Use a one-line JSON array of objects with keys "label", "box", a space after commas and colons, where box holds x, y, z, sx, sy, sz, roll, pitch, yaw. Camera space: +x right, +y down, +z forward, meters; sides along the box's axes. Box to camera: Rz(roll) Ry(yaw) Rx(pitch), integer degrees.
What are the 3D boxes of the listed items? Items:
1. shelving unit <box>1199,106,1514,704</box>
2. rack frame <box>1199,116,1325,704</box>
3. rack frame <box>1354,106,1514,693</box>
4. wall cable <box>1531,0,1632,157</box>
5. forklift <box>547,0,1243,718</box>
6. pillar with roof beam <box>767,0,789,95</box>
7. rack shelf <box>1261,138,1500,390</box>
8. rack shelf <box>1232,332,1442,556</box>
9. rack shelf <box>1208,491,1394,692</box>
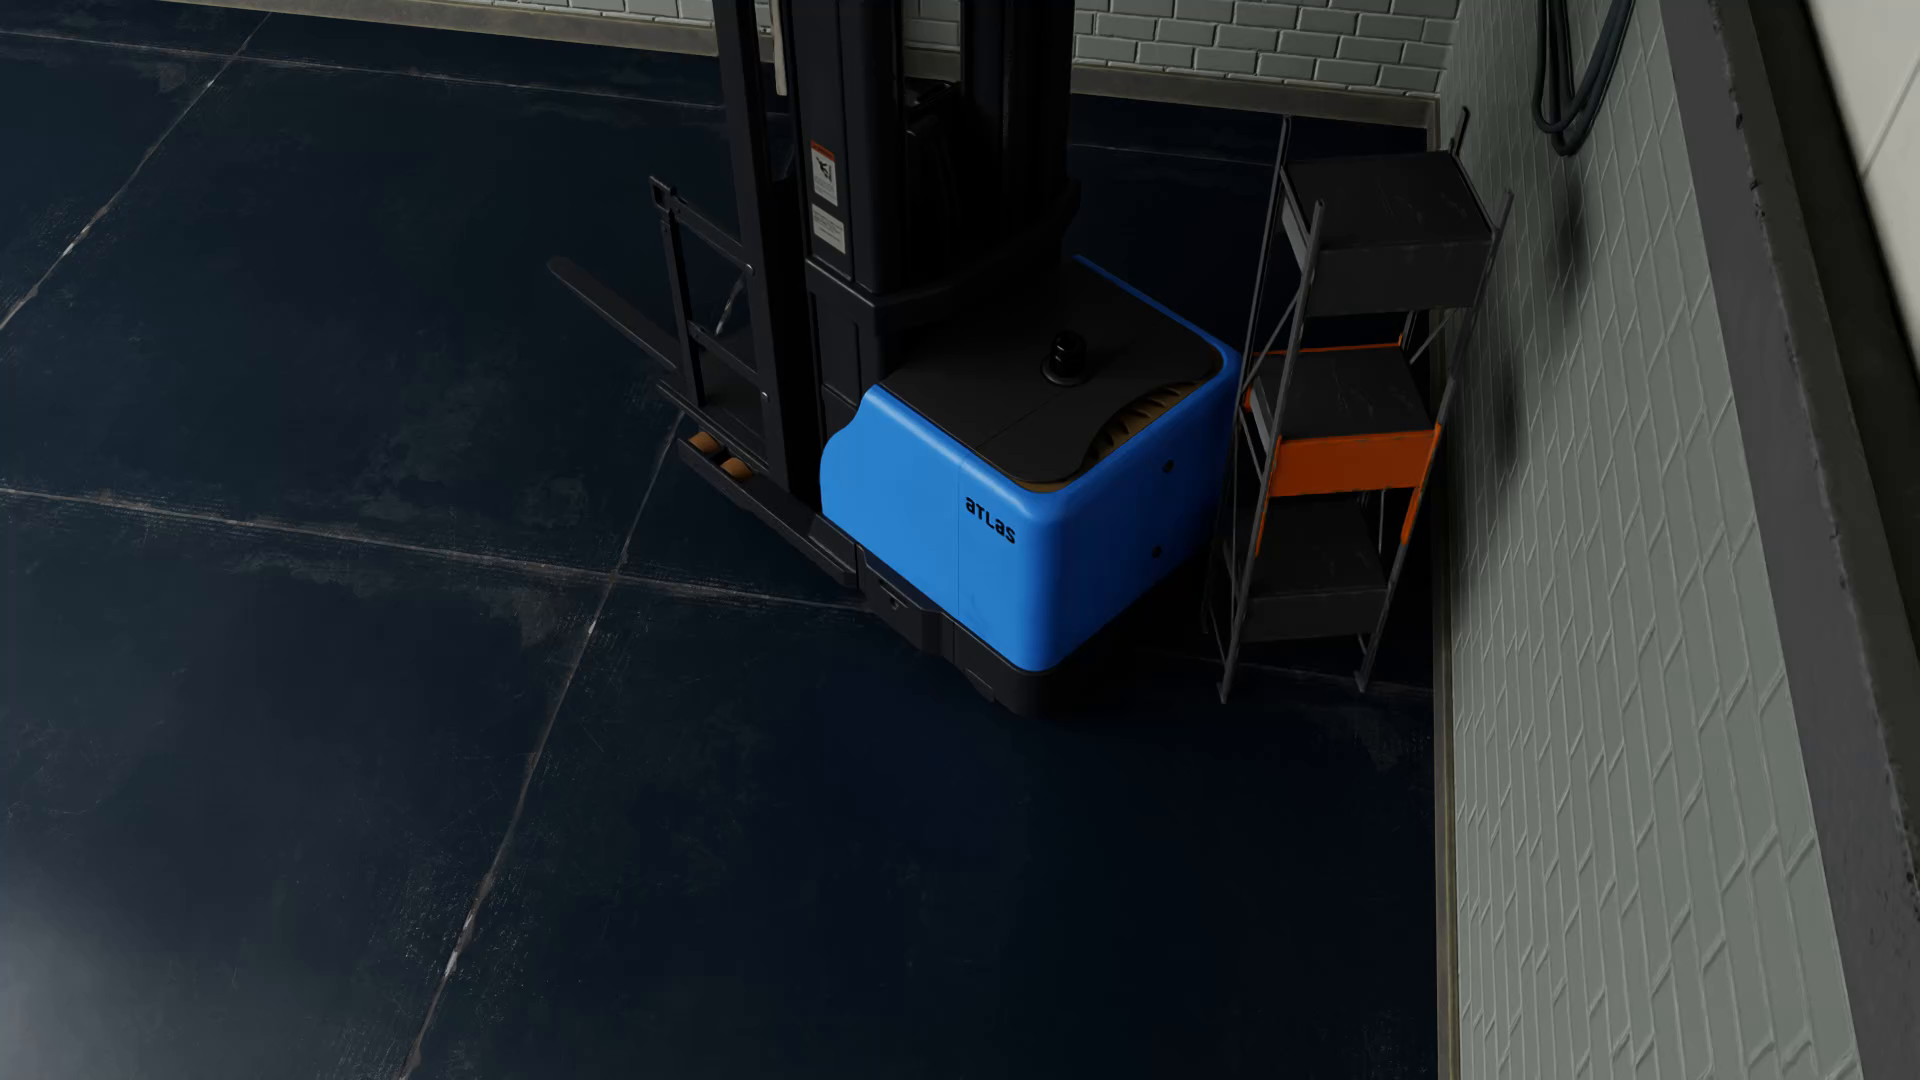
[{"label": "shelving unit", "box": [1.134, -0.301, 5.109, 0.503, 2.100, 0.431, -4, 48, -4]}, {"label": "rack frame", "box": [0.892, -0.283, 5.093, 0.015, 2.100, 0.400, -4, 48, -4]}, {"label": "rack frame", "box": [1.377, -0.319, 5.125, 0.015, 2.100, 0.400, -4, 48, -4]}, {"label": "wall cable", "box": [1.976, -2.907, 4.900, 0.112, 2.526, 3.097, 8, 49, 7]}, {"label": "forklift", "box": [-0.443, -1.373, 5.513, 1.130, 2.935, 3.031, -36, 57, -28]}, {"label": "pillar with roof beam", "box": [-1.454, -2.152, 2.134, 0.400, 9.000, 9.100, 8, 49, 7]}, {"label": "rack shelf", "box": [1.134, -0.760, 4.598, 0.480, 0.518, 0.431, -4, 48, -4]}, {"label": "rack shelf", "box": [1.134, -0.292, 5.119, 0.480, 0.518, 0.431, -4, 48, -4]}, {"label": "rack shelf", "box": [1.134, 0.176, 5.640, 0.480, 0.518, 0.431, -4, 48, -4]}]
